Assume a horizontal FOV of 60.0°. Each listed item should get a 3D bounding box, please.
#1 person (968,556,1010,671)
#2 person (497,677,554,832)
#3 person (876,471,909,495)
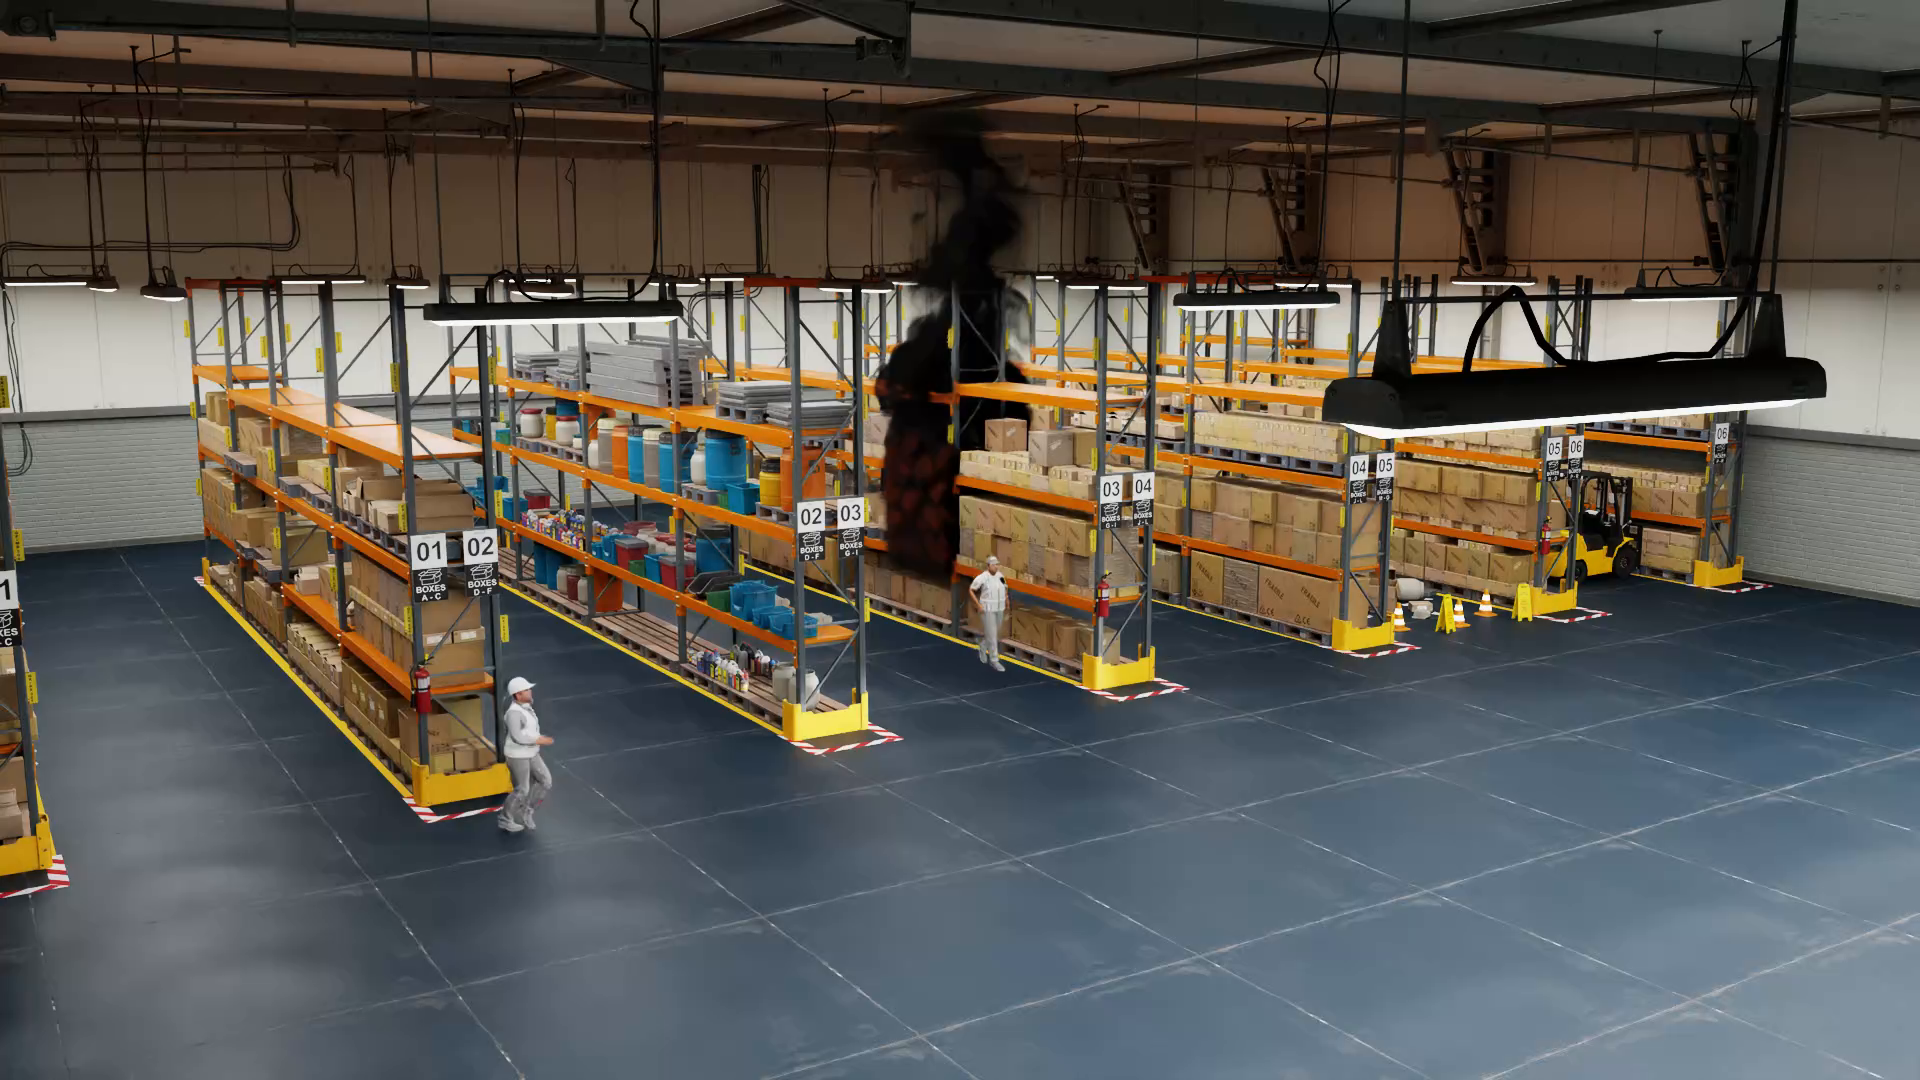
[{"bbox_3d":[0.457,1.074,24.995,0.629,1.692,0.763,-7,12,-36],"label":"person"},{"bbox_3d":[-4.836,2.398,18.546,0.681,1.794,0.681,1,10,3],"label":"person"},{"bbox_3d":[-1.521,-0.742,37.212,0.674,1.789,0.980,-8,12,-39],"label":"person"}]
